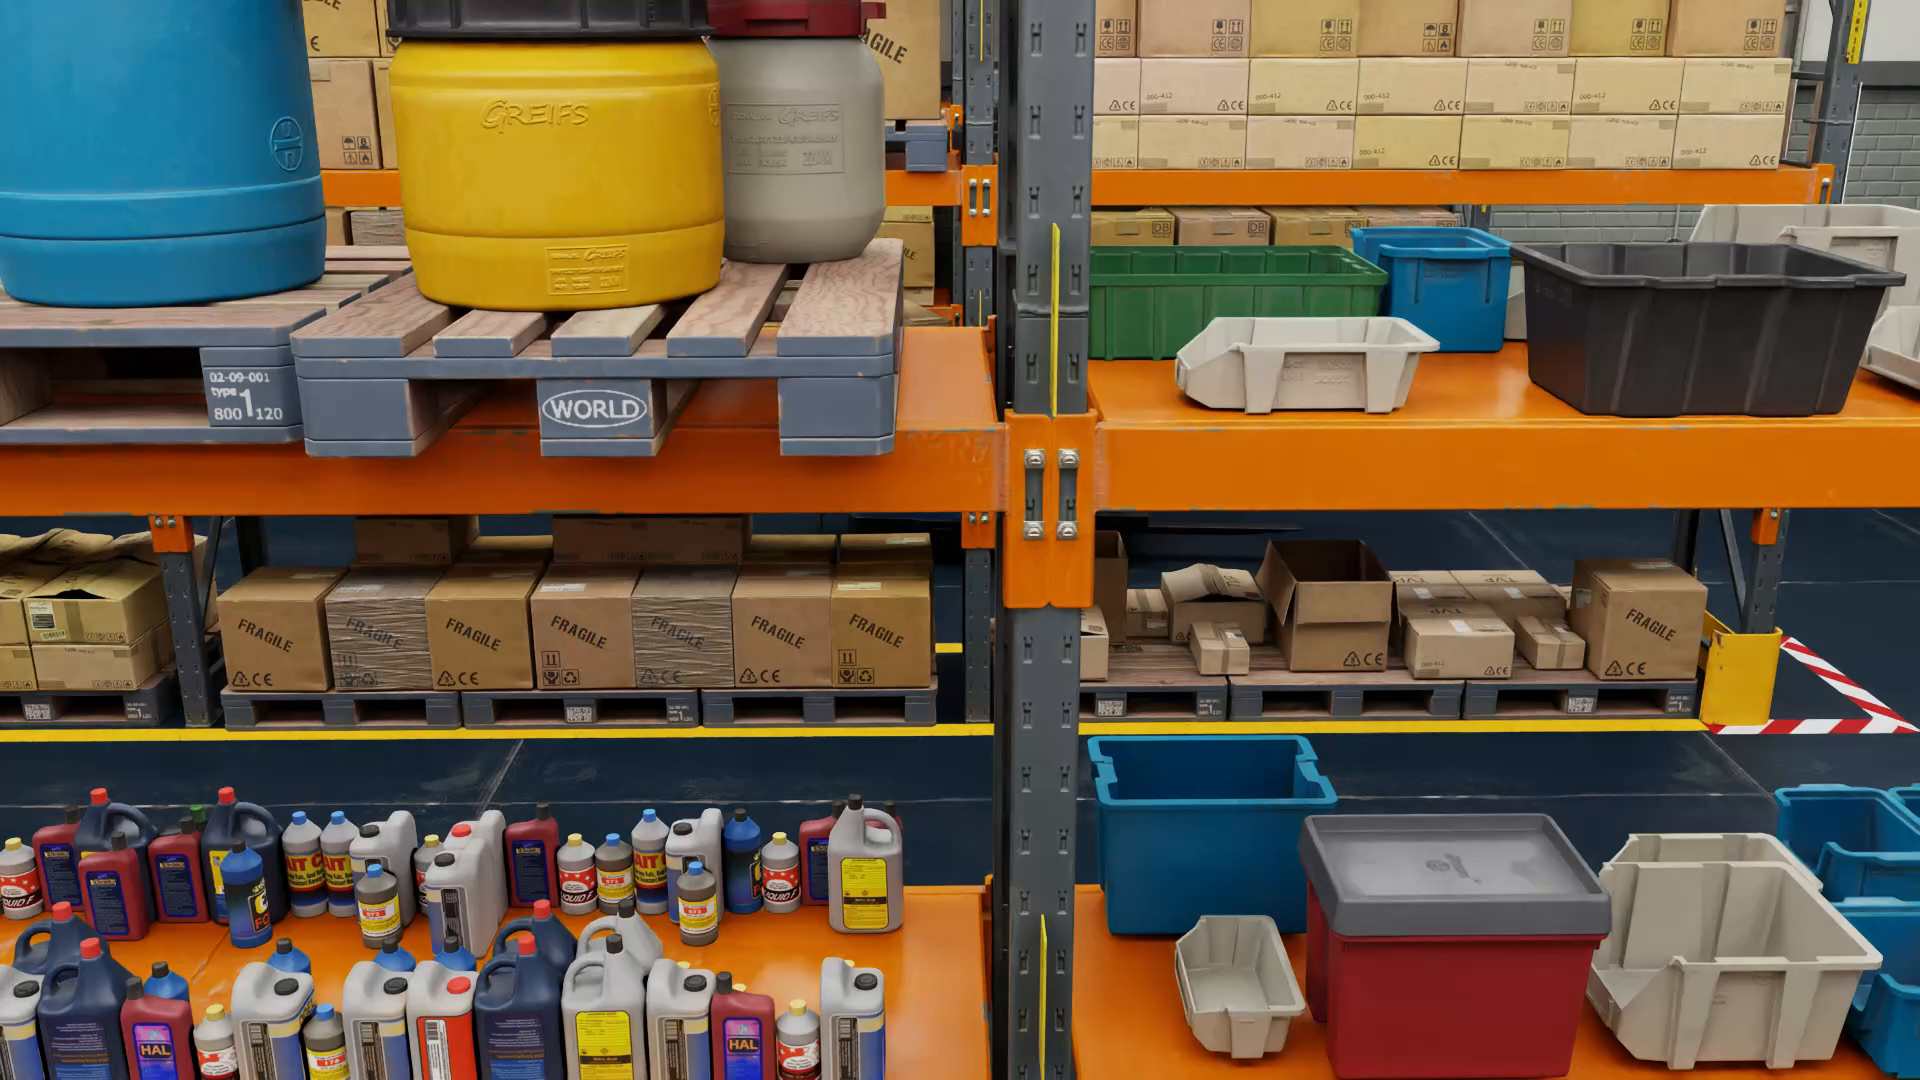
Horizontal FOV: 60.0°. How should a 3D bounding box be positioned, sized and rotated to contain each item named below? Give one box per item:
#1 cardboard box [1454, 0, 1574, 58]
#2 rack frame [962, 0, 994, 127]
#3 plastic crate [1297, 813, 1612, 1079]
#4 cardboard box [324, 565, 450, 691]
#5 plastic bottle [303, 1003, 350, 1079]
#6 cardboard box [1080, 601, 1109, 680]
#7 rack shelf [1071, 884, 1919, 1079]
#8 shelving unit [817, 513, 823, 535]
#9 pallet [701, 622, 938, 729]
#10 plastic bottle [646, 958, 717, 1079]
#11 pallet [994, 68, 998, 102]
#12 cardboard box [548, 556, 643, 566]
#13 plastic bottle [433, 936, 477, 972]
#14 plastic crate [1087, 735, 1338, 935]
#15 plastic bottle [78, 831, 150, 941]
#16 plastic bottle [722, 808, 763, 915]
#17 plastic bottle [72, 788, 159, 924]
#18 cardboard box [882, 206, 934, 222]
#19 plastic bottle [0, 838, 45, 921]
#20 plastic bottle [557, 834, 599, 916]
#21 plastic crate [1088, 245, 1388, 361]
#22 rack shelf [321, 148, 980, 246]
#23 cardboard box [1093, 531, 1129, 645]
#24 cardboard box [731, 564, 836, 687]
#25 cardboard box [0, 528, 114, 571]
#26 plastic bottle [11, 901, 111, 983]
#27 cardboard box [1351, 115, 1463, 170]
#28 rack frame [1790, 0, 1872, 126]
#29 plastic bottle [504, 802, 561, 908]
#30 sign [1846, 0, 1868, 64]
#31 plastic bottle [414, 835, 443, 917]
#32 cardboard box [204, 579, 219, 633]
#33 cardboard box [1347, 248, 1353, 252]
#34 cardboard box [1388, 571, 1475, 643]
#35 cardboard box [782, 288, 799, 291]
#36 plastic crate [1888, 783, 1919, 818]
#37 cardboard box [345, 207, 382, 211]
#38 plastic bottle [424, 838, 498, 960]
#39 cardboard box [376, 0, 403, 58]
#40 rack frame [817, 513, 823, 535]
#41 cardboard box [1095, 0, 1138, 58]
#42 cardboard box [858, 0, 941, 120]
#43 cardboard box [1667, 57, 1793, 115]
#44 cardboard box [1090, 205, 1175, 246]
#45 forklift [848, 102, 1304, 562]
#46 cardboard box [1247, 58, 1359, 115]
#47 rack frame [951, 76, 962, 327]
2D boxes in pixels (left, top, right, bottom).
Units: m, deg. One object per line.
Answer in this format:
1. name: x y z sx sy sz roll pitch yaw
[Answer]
1. cardboard box: 2.570 -2.584 7.981 0.500 0.500 0.700 0 18 -1
2. rack frame: 0.084 -3.488 7.690 0.127 3.000 1.000 0 18 -1
3. plastic crate: 1.055 0.894 3.646 0.583 0.464 0.402 0 18 -1
4. cardboard box: -2.933 0.449 8.609 0.500 0.500 0.500 -1 18 -3
5. plastic bottle: -1.350 1.090 3.564 0.097 0.201 0.097 0 18 0
6. cardboard box: 0.507 0.503 8.750 0.500 0.311 0.500 0 18 -1
7. rack shelf: 2.158 1.214 4.030 4.000 0.370 1.077 0 18 -1
8. shelving unit: -0.855 -0.518 11.442 0.252 1.050 0.215 1 18 3
9. pallet: -0.729 0.711 8.984 1.213 0.211 1.003 0 18 -1
10. plastic bottle: -0.596 1.042 3.590 0.135 0.276 0.152 0 18 -1
11. pallet: 0.820 -3.532 12.881 1.213 0.211 1.003 0 18 -1
12. cardboard box: -1.942 0.285 9.120 0.500 0.500 0.500 -1 18 -3
13. plastic bottle: -1.121 1.009 3.702 0.097 0.271 0.097 0 18 0
14. plastic crate: 0.620 0.754 4.215 0.575 0.384 0.392 0 18 -1
15. plastic bottle: -2.114 0.861 4.143 0.133 0.283 0.061 0 18 -1
16. plastic bottle: -0.561 0.821 4.288 0.097 0.271 0.097 0 18 0
17. plastic bottle: -2.141 0.798 4.230 0.185 0.351 0.144 0 18 -1
18. cardboard box: -0.461 -2.620 12.894 0.500 0.250 0.500 0 18 0
19. plastic bottle: -2.416 0.863 4.271 0.097 0.201 0.097 0 18 0
20. plastic bottle: -0.987 0.856 4.292 0.097 0.201 0.097 0 18 0
21. plastic crate: 0.577 -0.541 3.759 0.662 0.188 0.450 0 18 -1
22. rack shelf: -1.916 -1.708 8.228 4.000 0.370 1.077 0 18 -1
23. cardboard box: 0.649 0.260 9.200 0.500 0.500 0.500 0 18 -1
24. cardboard box: -0.899 0.439 8.641 0.500 0.500 0.500 0 18 -1
25. cardboard box: -4.969 0.148 9.072 0.500 0.311 0.500 -1 18 -2
26. plastic bottle: -1.994 0.968 3.699 0.185 0.351 0.144 0 18 -1
27. cardboard box: 2.074 -1.922 7.964 0.500 0.250 0.500 0 18 -1
28. rack frame: 4.083 -3.508 7.750 0.127 3.000 1.000 0 18 -1
29. plastic bottle: -1.103 0.812 4.296 0.133 0.283 0.061 0 18 -1
30. sign: 4.072 -2.331 7.545 0.005 0.325 0.100 0 18 -1
31. plastic bottle: -1.353 0.858 4.287 0.097 0.201 0.097 0 18 0
32. cardboard box: -4.444 0.410 9.174 0.500 0.250 0.500 0 18 -1
33. cardboard box: 2.105 -1.245 8.717 0.500 0.500 0.500 0 18 -1
34. cardboard box: 2.535 0.369 9.266 0.500 0.250 0.500 0 18 -1
35. cardboard box: -1.352 -1.951 13.096 0.250 0.149 0.380 0 18 -1
36. plastic crate: 2.589 0.820 4.257 0.300 0.233 0.416 0 18 -1
37. cardboard box: -4.663 -2.675 13.028 0.250 0.149 0.380 -3 18 -10
38. plastic bottle: -1.234 0.877 4.106 0.135 0.276 0.152 0 18 -1
39. cardboard box: -2.459 -2.570 7.936 0.500 0.500 0.500 0 18 -1
40. rack frame: -0.976 -0.520 11.449 0.008 1.050 0.200 1 18 3
41. cardboard box: 0.569 -2.598 8.024 0.500 0.500 0.700 0 18 -1
42. cardboard box: -0.421 -2.375 8.116 0.600 0.600 0.600 -2 18 -6
43. cardboard box: 3.574 -2.166 7.905 0.500 0.250 0.500 0 18 -1
44. cardboard box: 1.275 -2.287 13.275 0.700 0.700 0.980 -1 18 -2
45. forklift: 0.790 -1.382 11.058 3.031 2.935 1.130 1 18 3
46. cardboard box: 1.574 -2.155 7.871 0.500 0.250 0.500 0 18 -1
47. rack frame: 0.002 -2.145 13.323 0.127 3.000 1.000 0 18 -1
